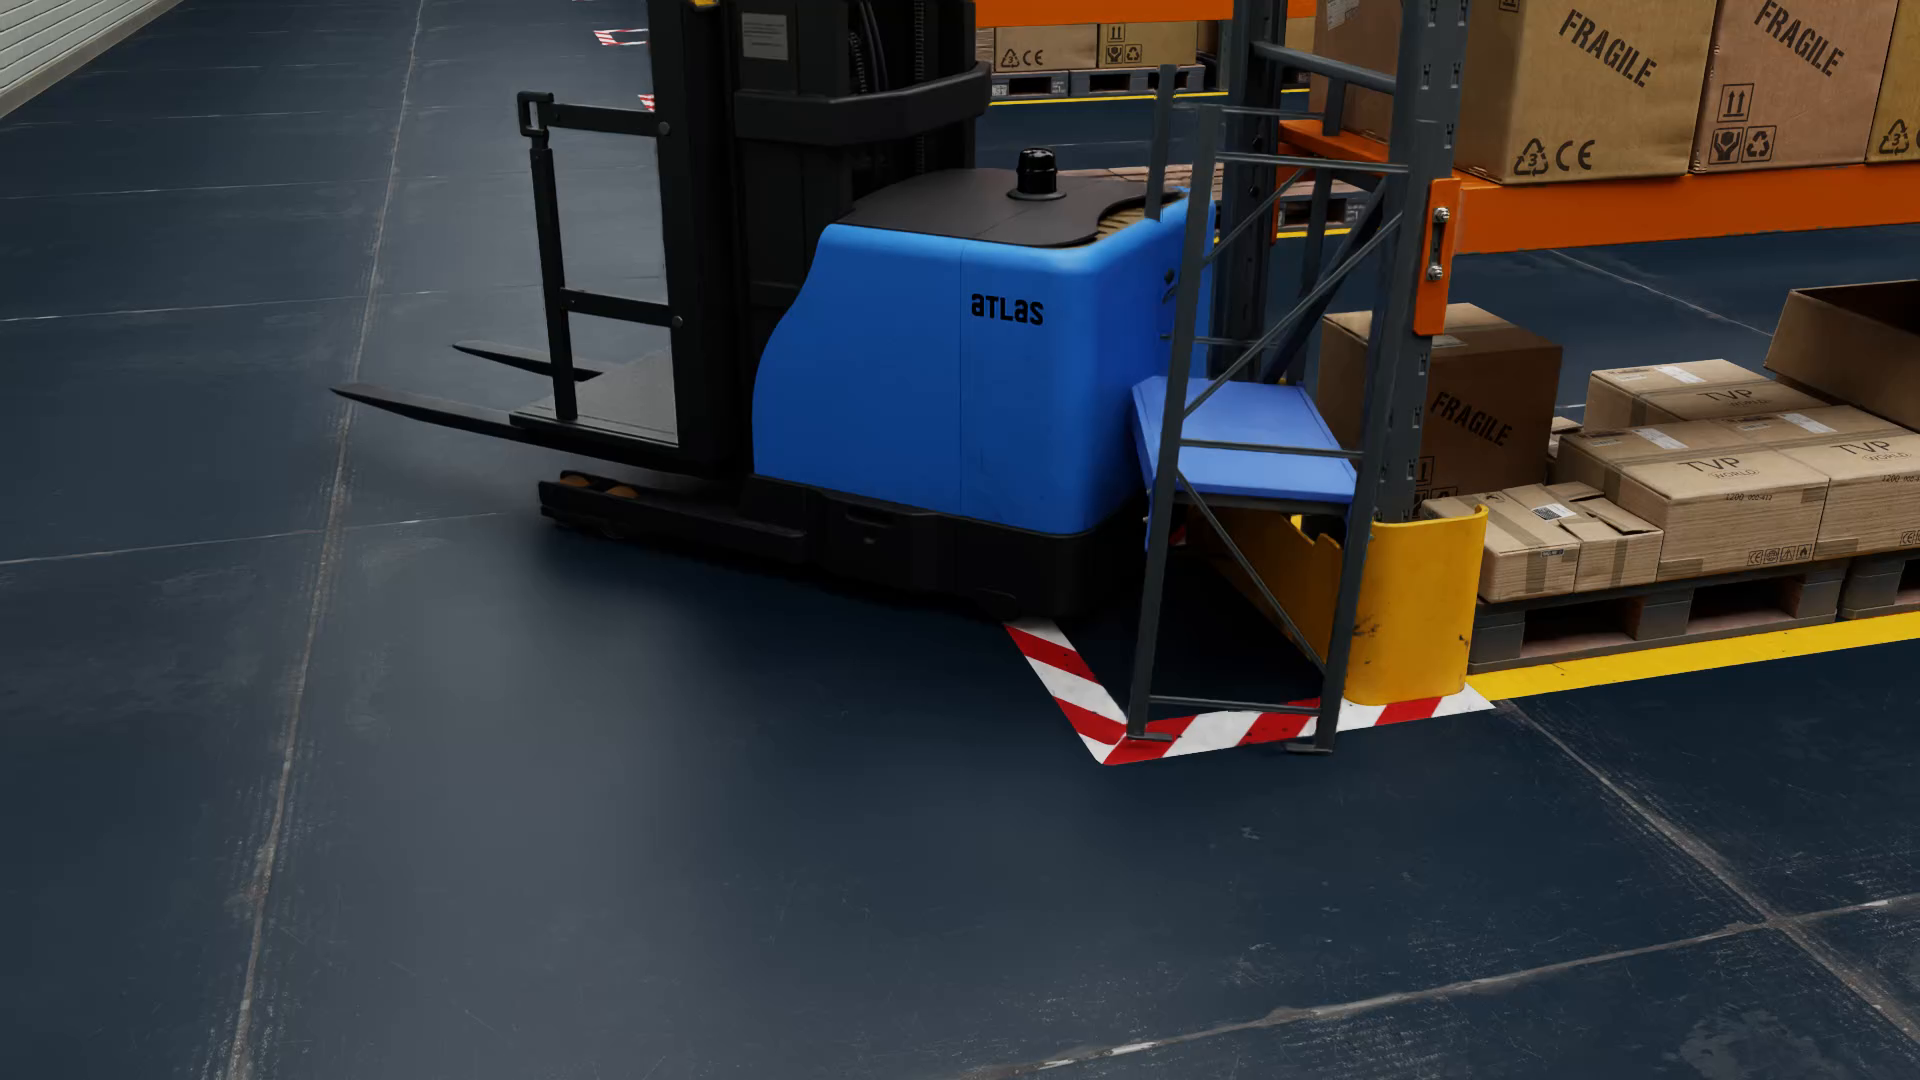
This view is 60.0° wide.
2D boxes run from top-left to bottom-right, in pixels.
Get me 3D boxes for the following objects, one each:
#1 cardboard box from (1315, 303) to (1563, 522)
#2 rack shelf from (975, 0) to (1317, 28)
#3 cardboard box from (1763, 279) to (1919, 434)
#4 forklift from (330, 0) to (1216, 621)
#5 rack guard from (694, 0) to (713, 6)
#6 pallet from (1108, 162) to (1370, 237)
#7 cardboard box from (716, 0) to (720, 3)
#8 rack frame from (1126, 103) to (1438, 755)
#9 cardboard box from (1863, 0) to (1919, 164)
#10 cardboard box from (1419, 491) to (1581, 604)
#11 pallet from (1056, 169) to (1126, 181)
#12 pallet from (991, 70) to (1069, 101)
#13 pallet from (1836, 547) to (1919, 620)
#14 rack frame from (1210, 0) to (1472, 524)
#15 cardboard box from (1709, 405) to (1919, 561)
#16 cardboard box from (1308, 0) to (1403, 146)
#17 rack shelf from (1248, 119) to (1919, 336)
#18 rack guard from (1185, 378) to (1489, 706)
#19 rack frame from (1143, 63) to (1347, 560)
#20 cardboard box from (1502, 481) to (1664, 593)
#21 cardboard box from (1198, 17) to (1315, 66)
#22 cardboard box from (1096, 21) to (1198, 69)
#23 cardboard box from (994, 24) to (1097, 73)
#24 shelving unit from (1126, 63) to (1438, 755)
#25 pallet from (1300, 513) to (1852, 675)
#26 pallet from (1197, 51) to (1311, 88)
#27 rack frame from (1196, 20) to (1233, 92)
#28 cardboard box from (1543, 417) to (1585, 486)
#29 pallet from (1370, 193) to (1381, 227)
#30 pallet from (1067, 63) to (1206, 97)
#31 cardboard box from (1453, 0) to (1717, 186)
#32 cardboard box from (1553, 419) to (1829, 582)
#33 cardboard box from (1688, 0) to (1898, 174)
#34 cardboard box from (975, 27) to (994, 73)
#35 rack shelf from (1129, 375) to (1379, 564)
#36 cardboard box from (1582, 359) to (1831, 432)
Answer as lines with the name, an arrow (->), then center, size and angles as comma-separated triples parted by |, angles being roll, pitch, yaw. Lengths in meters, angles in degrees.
cardboard box -> 1.400, -0.384, 4.953 | 0.500, 0.500, 0.500 | -6, 24, -14
rack shelf -> 1.534, -2.943, 9.216 | 4.000, 0.370, 1.077 | -6, 24, -14
cardboard box -> 2.987, -0.458, 5.121 | 0.637, 0.503, 0.797 | -6, 24, -14
forklift -> -0.766, -1.518, 5.072 | 3.031, 2.935, 1.130 | 12, 26, 26
rack guard -> -2.898, -5.694, 17.886 | 0.348, 0.500, 1.175 | -6, 24, -14
pallet -> 1.586, -1.980, 9.597 | 1.213, 0.211, 1.003 | -6, 24, -14
cardboard box -> -2.521, -5.852, 18.168 | 0.250, 0.149, 0.380 | -6, 24, -13
rack frame -> 0.706, -0.204, 3.780 | 0.500, 1.500, 0.032 | 4, 21, 0
cardboard box -> 2.421, -1.282, 4.306 | 0.500, 0.500, 0.500 | -6, 24, -15
cardboard box -> 1.439, 0.015, 4.469 | 0.250, 0.149, 0.380 | -6, 24, -14
pallet -> 0.413, -1.852, 9.298 | 1.213, 0.211, 1.003 | -6, 24, -14
pallet -> 0.192, -3.902, 14.077 | 1.213, 0.211, 1.003 | -6, 24, -14
pallet -> 2.956, -0.119, 5.261 | 1.213, 0.211, 1.003 | -6, 24, -14
rack frame -> 0.943, -1.179, 4.194 | 0.127, 3.000, 1.000 | -6, 24, -14
cardboard box -> 2.506, -0.174, 4.782 | 0.500, 0.250, 0.500 | -6, 24, -14
cardboard box -> 1.301, -1.376, 4.526 | 0.500, 0.500, 0.500 | -6, 24, -13
rack shelf -> 2.869, -1.062, 4.832 | 4.000, 0.370, 1.077 | -6, 24, -14
rack guard -> 1.016, -0.038, 4.706 | 0.348, 0.500, 1.175 | -6, 24, -14
rack frame -> 0.736, -0.561, 4.732 | 0.500, 1.500, 0.032 | 4, 21, 0
cardboard box -> 1.680, -0.020, 4.528 | 0.250, 0.166, 0.380 | -6, 24, -14
cardboard box -> 2.733, -4.659, 14.466 | 0.875, 0.875, 1.225 | -6, 24, -14
cardboard box -> 1.465, -4.543, 14.196 | 0.875, 0.875, 0.875 | -6, 24, -14
cardboard box -> 0.599, -4.447, 13.973 | 0.875, 0.875, 0.875 | -6, 24, -14
shelving unit -> 0.721, -0.382, 4.256 | 0.538, 1.500, 1.048 | 4, 21, 0
pallet -> 1.784, 0.009, 4.961 | 1.213, 0.211, 1.003 | -6, 24, -14
pallet -> 2.845, -4.196, 14.761 | 1.213, 0.211, 1.003 | -6, 24, -14
rack frame -> 2.122, -5.367, 13.953 | 0.127, 3.000, 1.000 | -6, 24, -14
cardboard box -> 1.815, -0.240, 5.040 | 0.250, 0.166, 0.380 | -6, 24, -14
pallet -> 2.763, -2.112, 9.904 | 1.213, 0.211, 1.003 | -6, 24, -14
pallet -> 1.369, -4.034, 14.383 | 1.213, 0.211, 1.003 | -6, 24, -14
cardboard box -> 1.442, -1.172, 4.051 | 0.500, 0.500, 0.500 | -6, 24, -13
cardboard box -> 2.025, -0.121, 4.657 | 0.500, 0.250, 0.500 | -6, 24, -14
cardboard box -> 1.937, -1.229, 4.184 | 0.500, 0.500, 0.500 | -7, 24, -15
cardboard box -> -0.258, -4.353, 13.752 | 0.875, 0.875, 0.875 | -6, 24, -14
rack shelf -> 0.708, -0.214, 4.319 | 0.538, 0.185, 1.000 | 4, 21, 0
cardboard box -> 2.323, -0.359, 5.212 | 0.500, 0.250, 0.500 | -6, 24, -14
